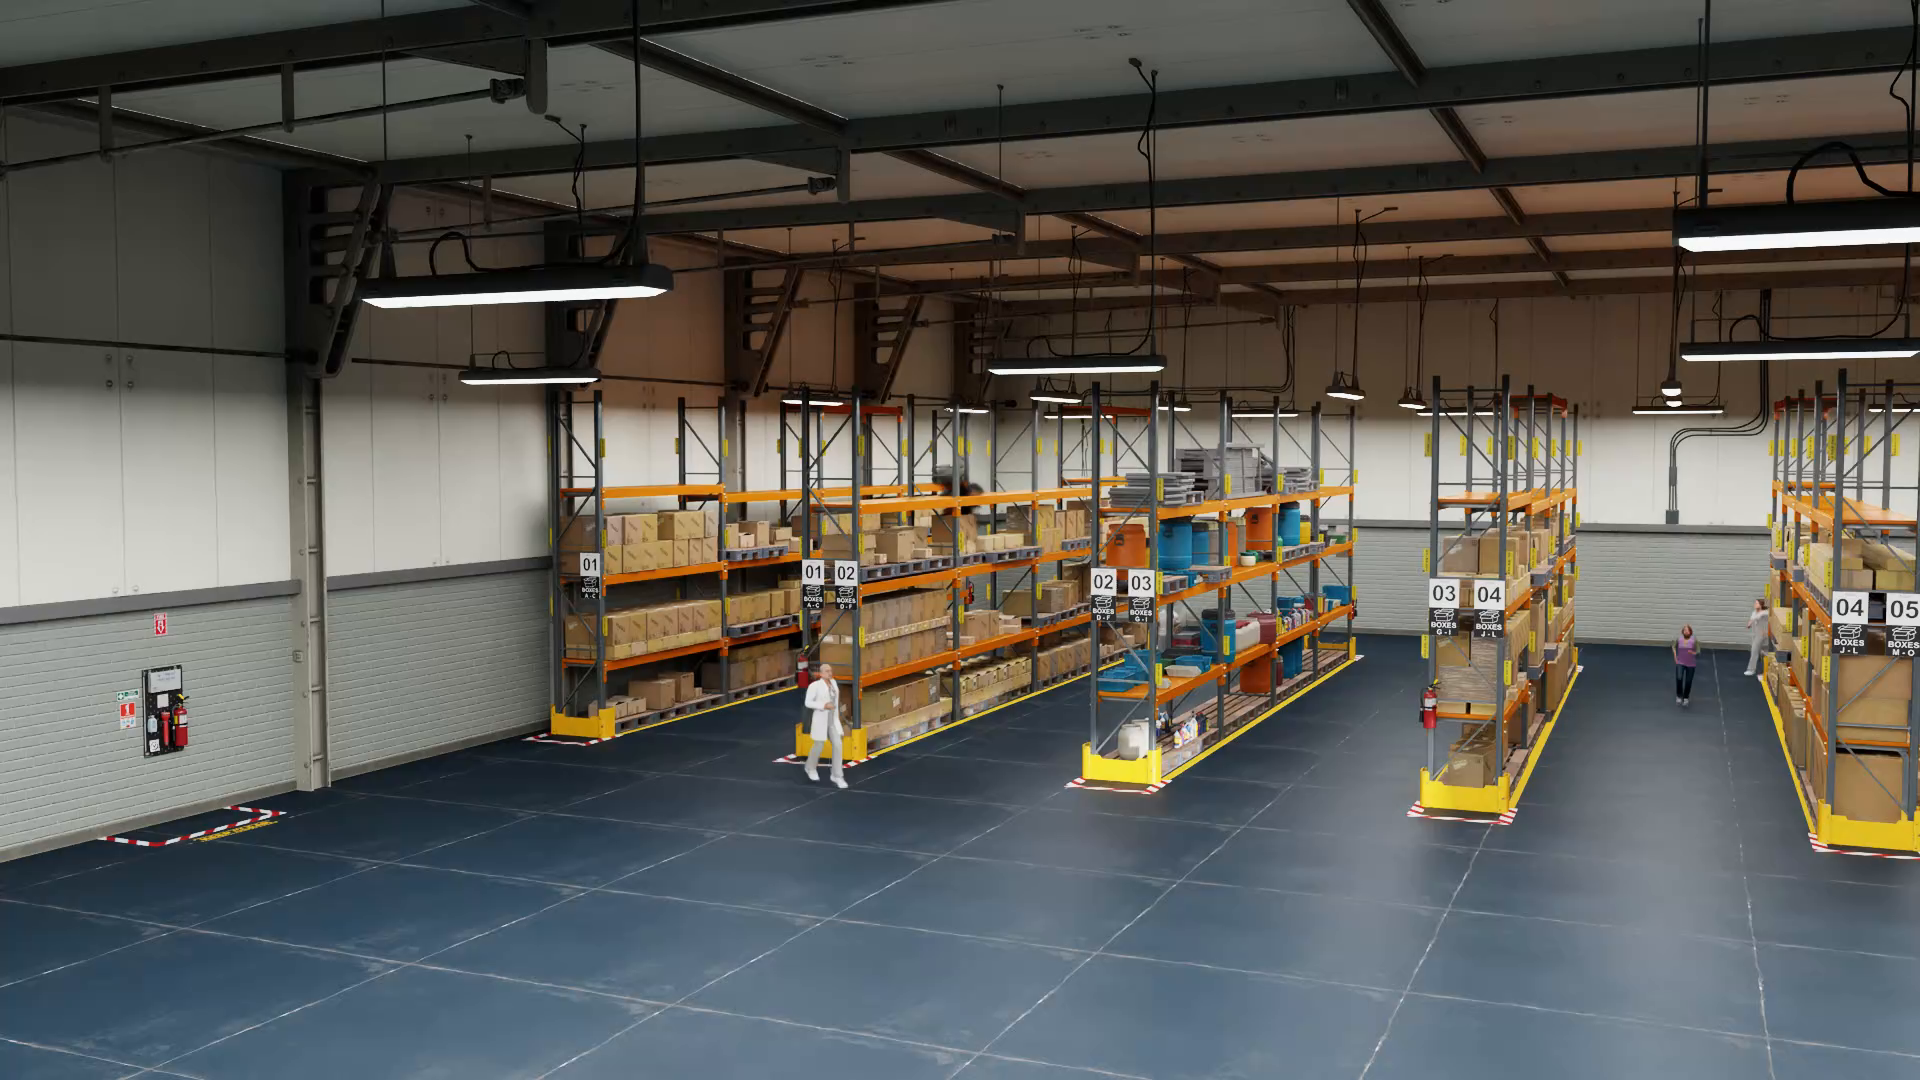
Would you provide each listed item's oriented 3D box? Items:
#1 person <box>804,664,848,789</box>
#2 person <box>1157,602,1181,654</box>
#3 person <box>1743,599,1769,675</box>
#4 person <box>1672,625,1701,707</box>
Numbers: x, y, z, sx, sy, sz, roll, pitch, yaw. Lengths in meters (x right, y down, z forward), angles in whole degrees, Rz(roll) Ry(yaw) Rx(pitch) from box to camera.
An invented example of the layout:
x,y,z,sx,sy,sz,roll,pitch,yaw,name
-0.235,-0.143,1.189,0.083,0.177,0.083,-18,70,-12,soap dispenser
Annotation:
x,y,z,sx,sy,sz,roll,pitch,yaw,name
-2.030,2.741,24.699,0.690,1.814,0.925,-2,4,-36,person
4.615,2.131,37.067,0.625,1.663,0.533,1,3,24,person
17.701,2.137,36.771,0.843,1.681,0.588,-1,3,-13,person
14.054,2.436,32.189,0.529,1.585,0.667,2,4,26,person
